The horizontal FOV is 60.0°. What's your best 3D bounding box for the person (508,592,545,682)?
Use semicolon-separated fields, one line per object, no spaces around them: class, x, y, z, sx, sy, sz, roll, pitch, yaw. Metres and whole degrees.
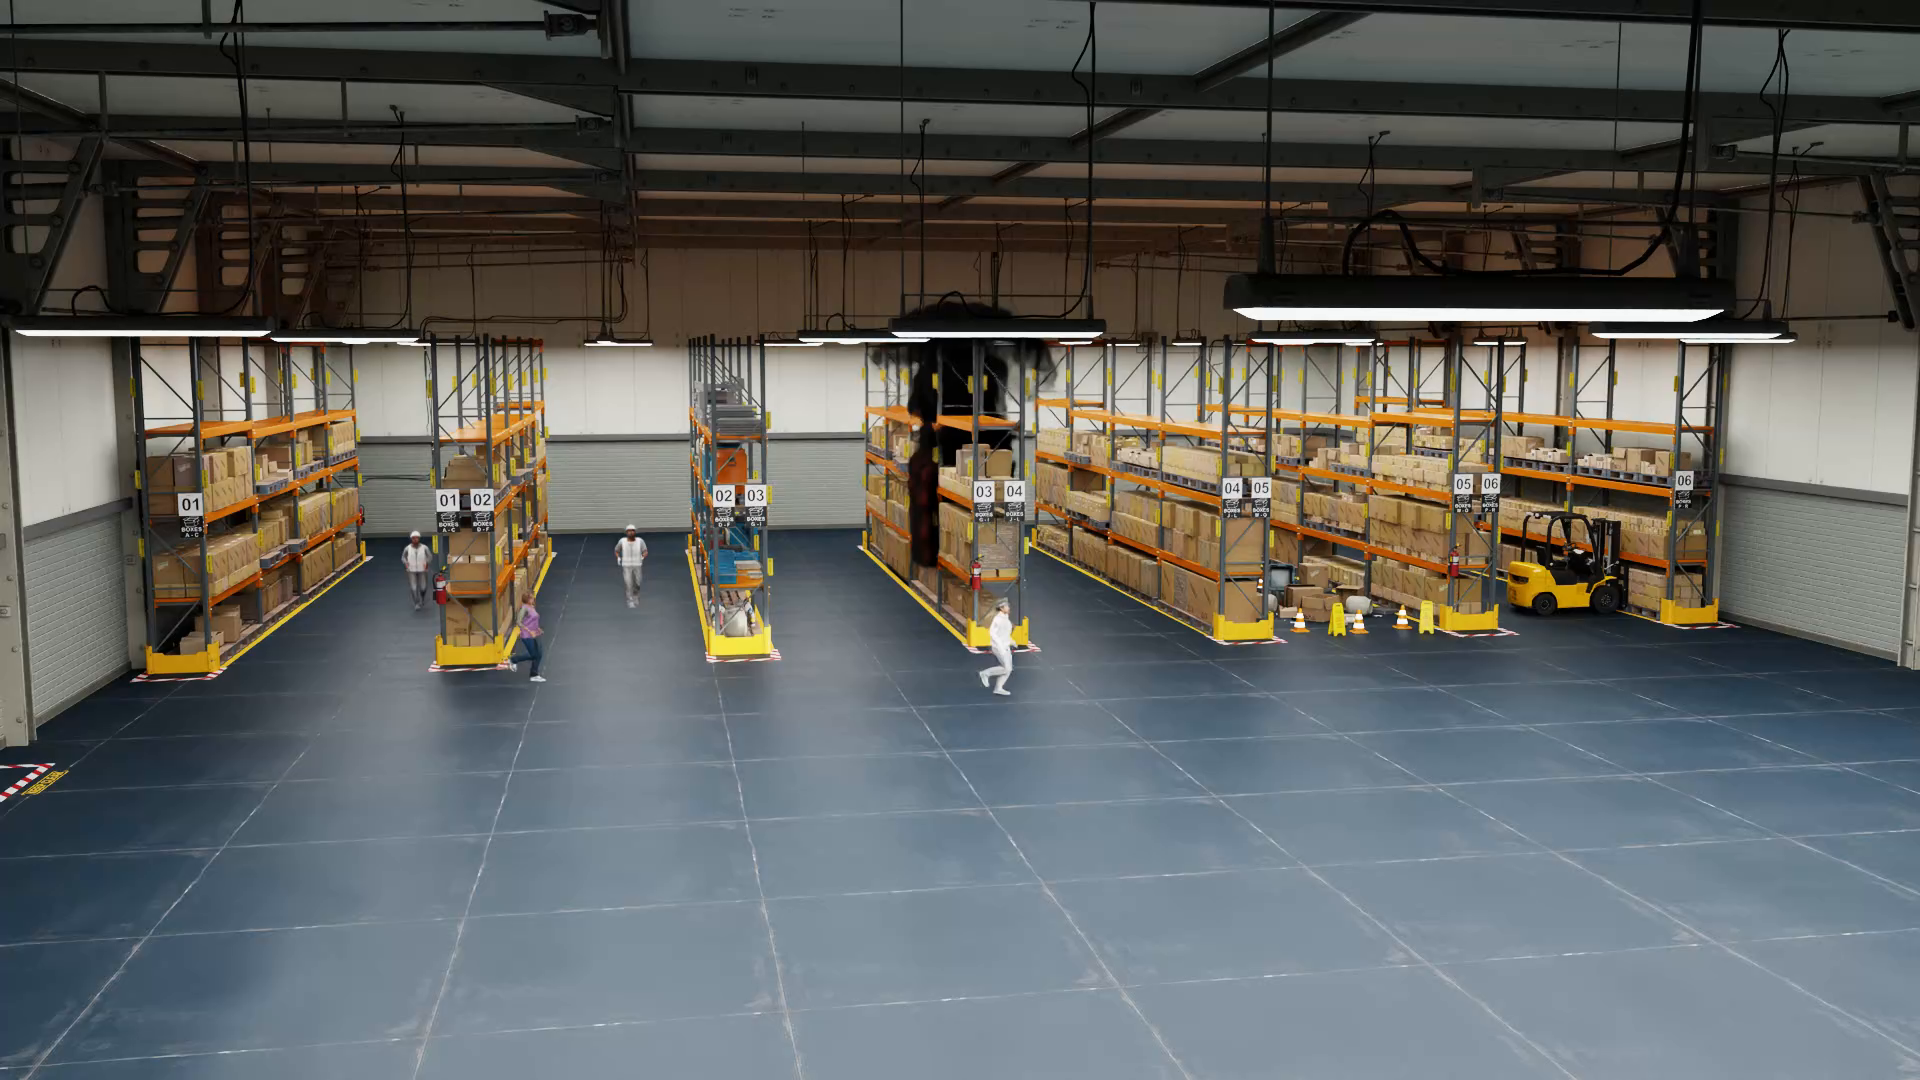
person;-7.477;1.671;28.750;0.629;1.571;0.545;1;7;11

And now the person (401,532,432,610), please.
person;-11.957;0.675;36.613;0.655;1.722;0.603;-2;7;-17

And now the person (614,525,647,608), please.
person;-6.932;0.554;35.048;0.677;1.751;0.656;-2;7;-15

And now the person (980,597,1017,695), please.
person;0.640;1.759;27.625;0.581;1.644;0.605;2;7;17
